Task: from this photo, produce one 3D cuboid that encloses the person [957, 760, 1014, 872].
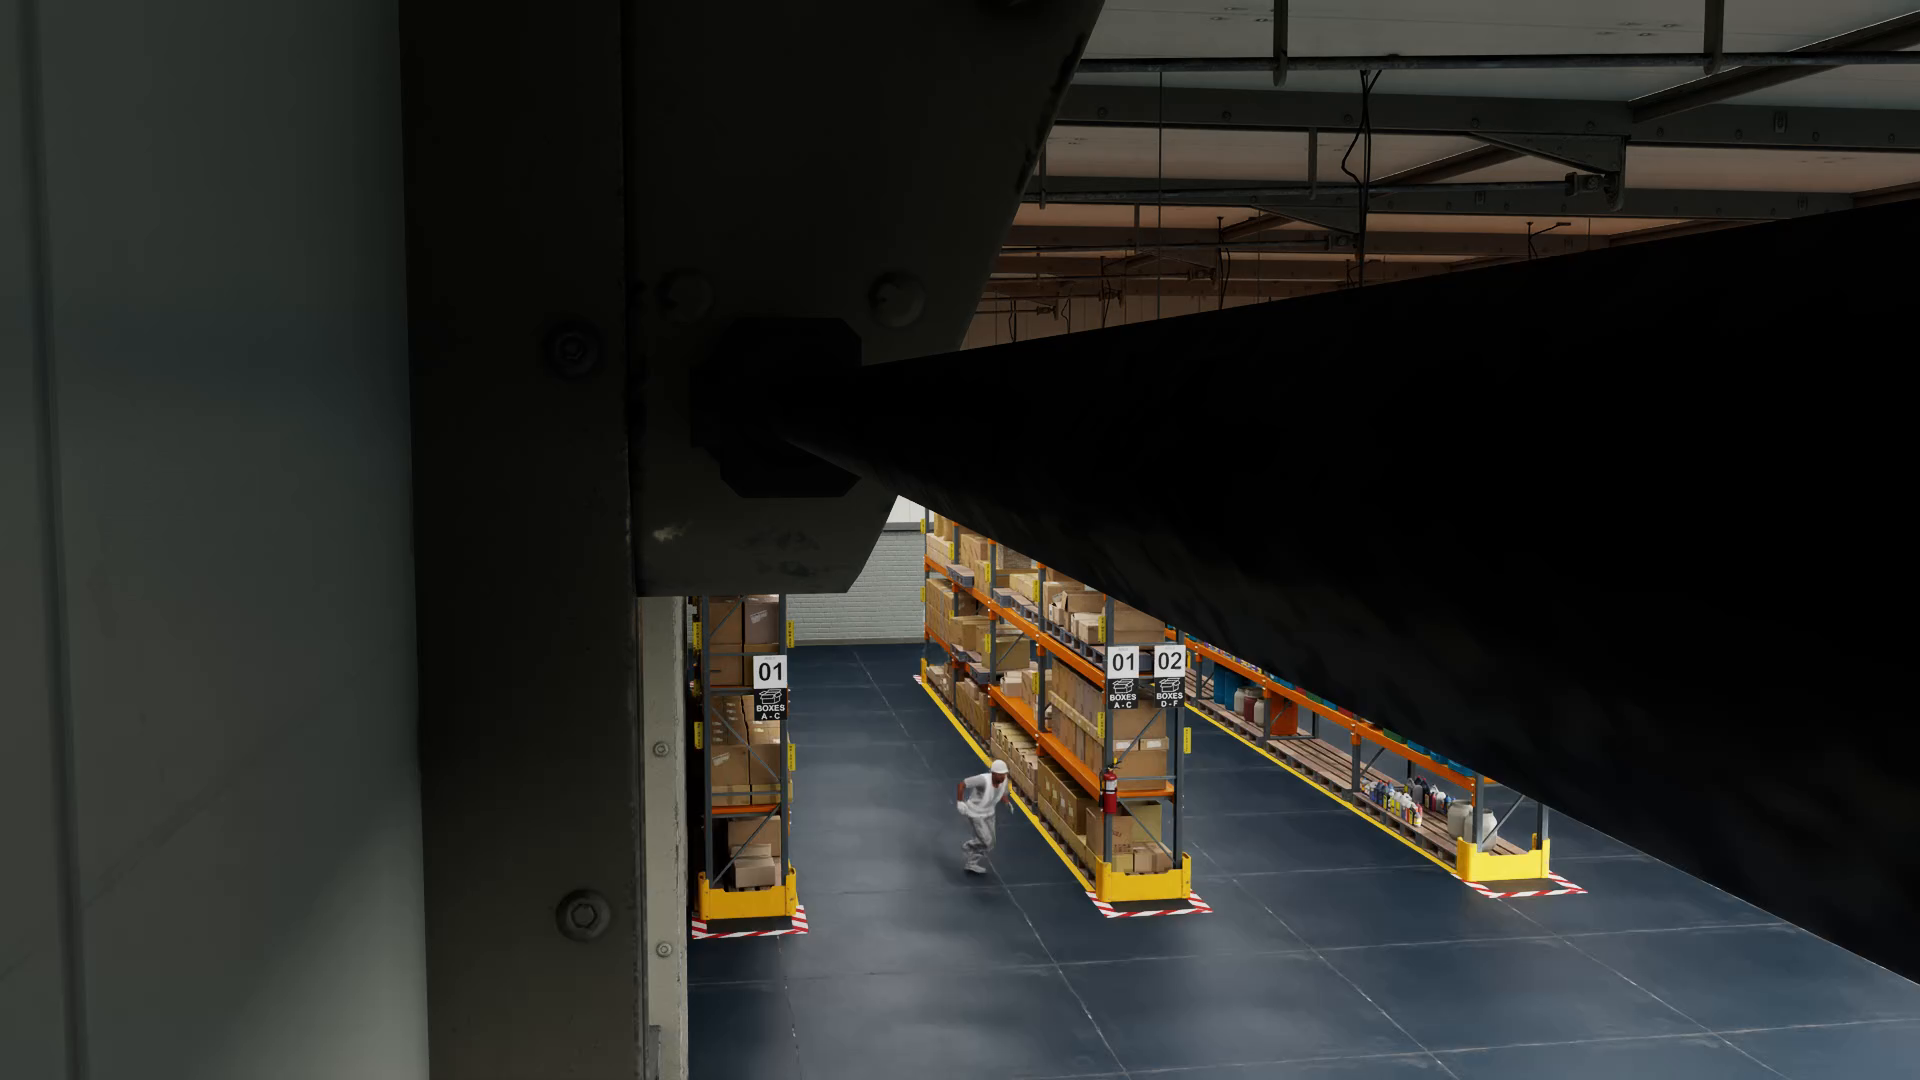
[{"bbox_3d":[0.317,3.626,21.750,0.715,1.590,0.820,-4,7,-41],"label":"person"}]
